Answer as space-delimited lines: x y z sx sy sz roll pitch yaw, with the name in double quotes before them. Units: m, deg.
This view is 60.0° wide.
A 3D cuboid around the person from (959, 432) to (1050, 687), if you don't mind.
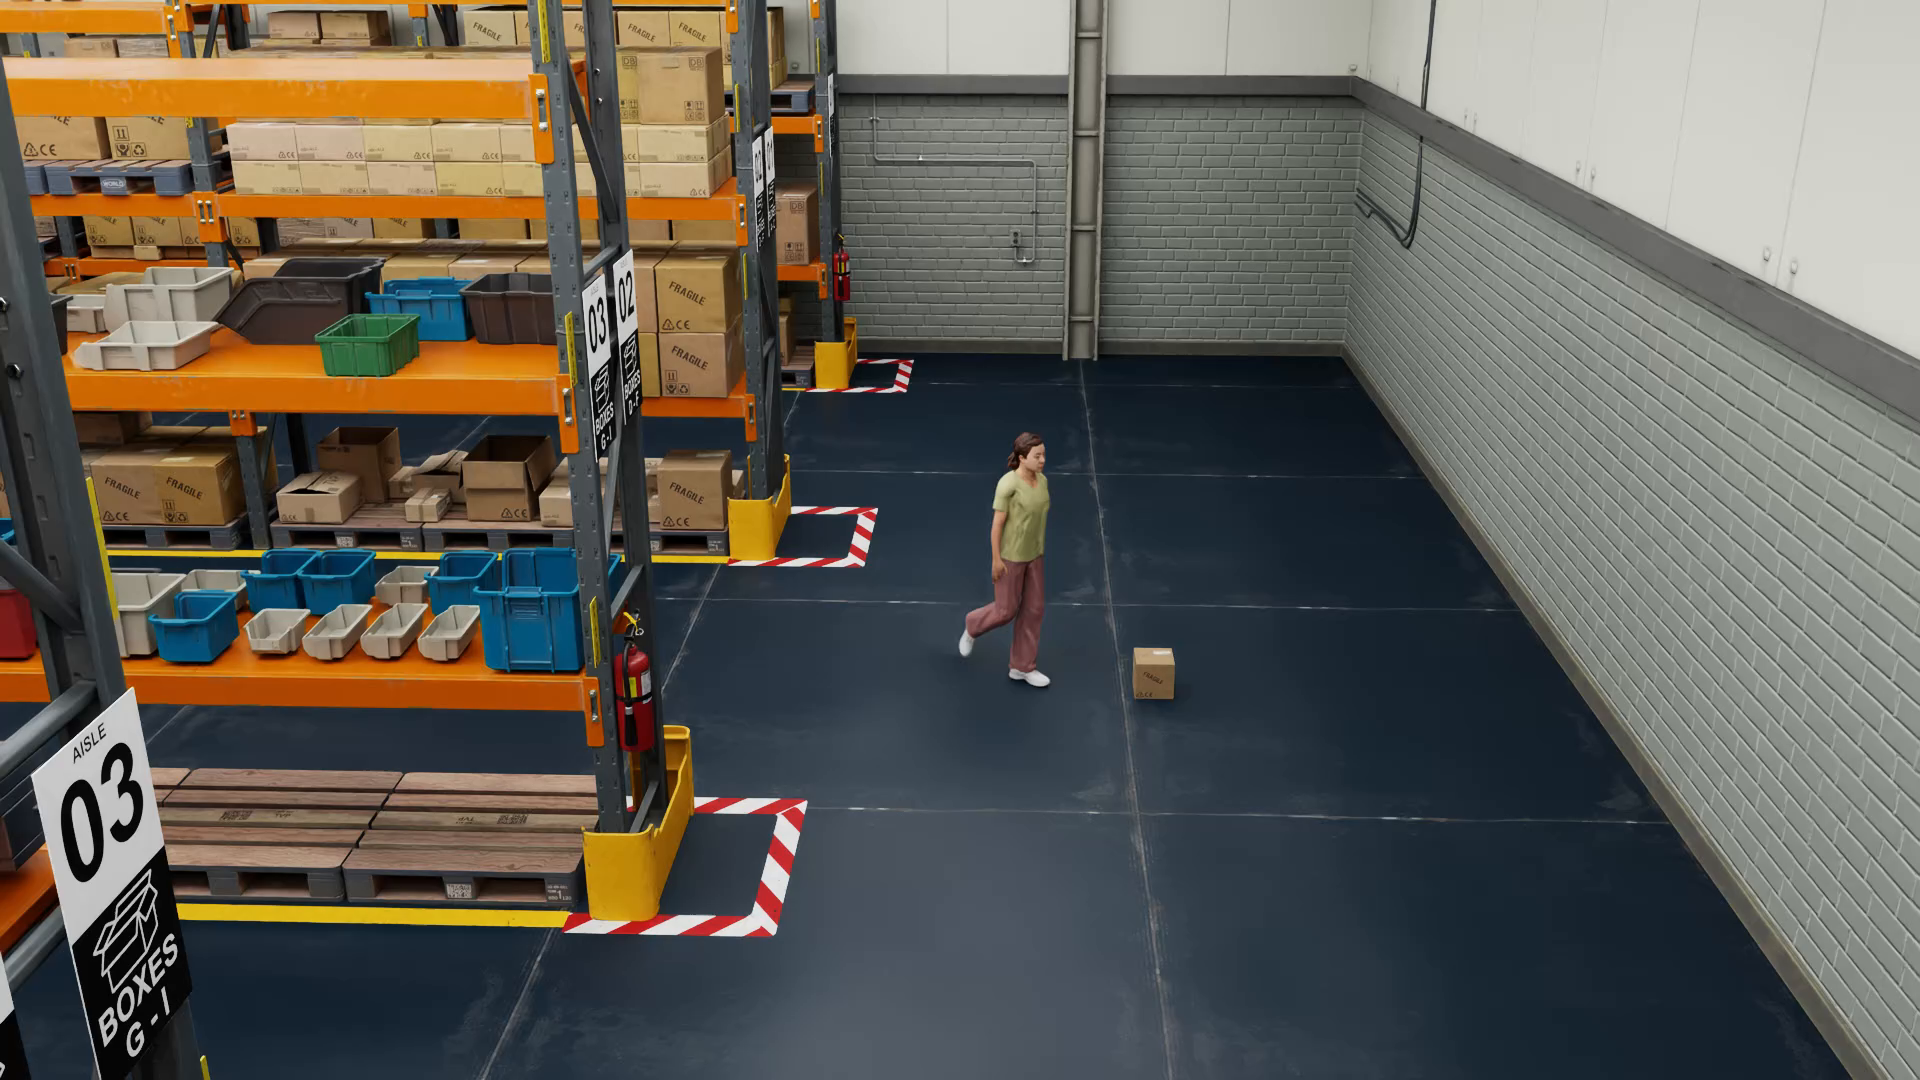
"person" 0.347 0.092 10.822 0.513 1.660 0.713 -18 27 -39
